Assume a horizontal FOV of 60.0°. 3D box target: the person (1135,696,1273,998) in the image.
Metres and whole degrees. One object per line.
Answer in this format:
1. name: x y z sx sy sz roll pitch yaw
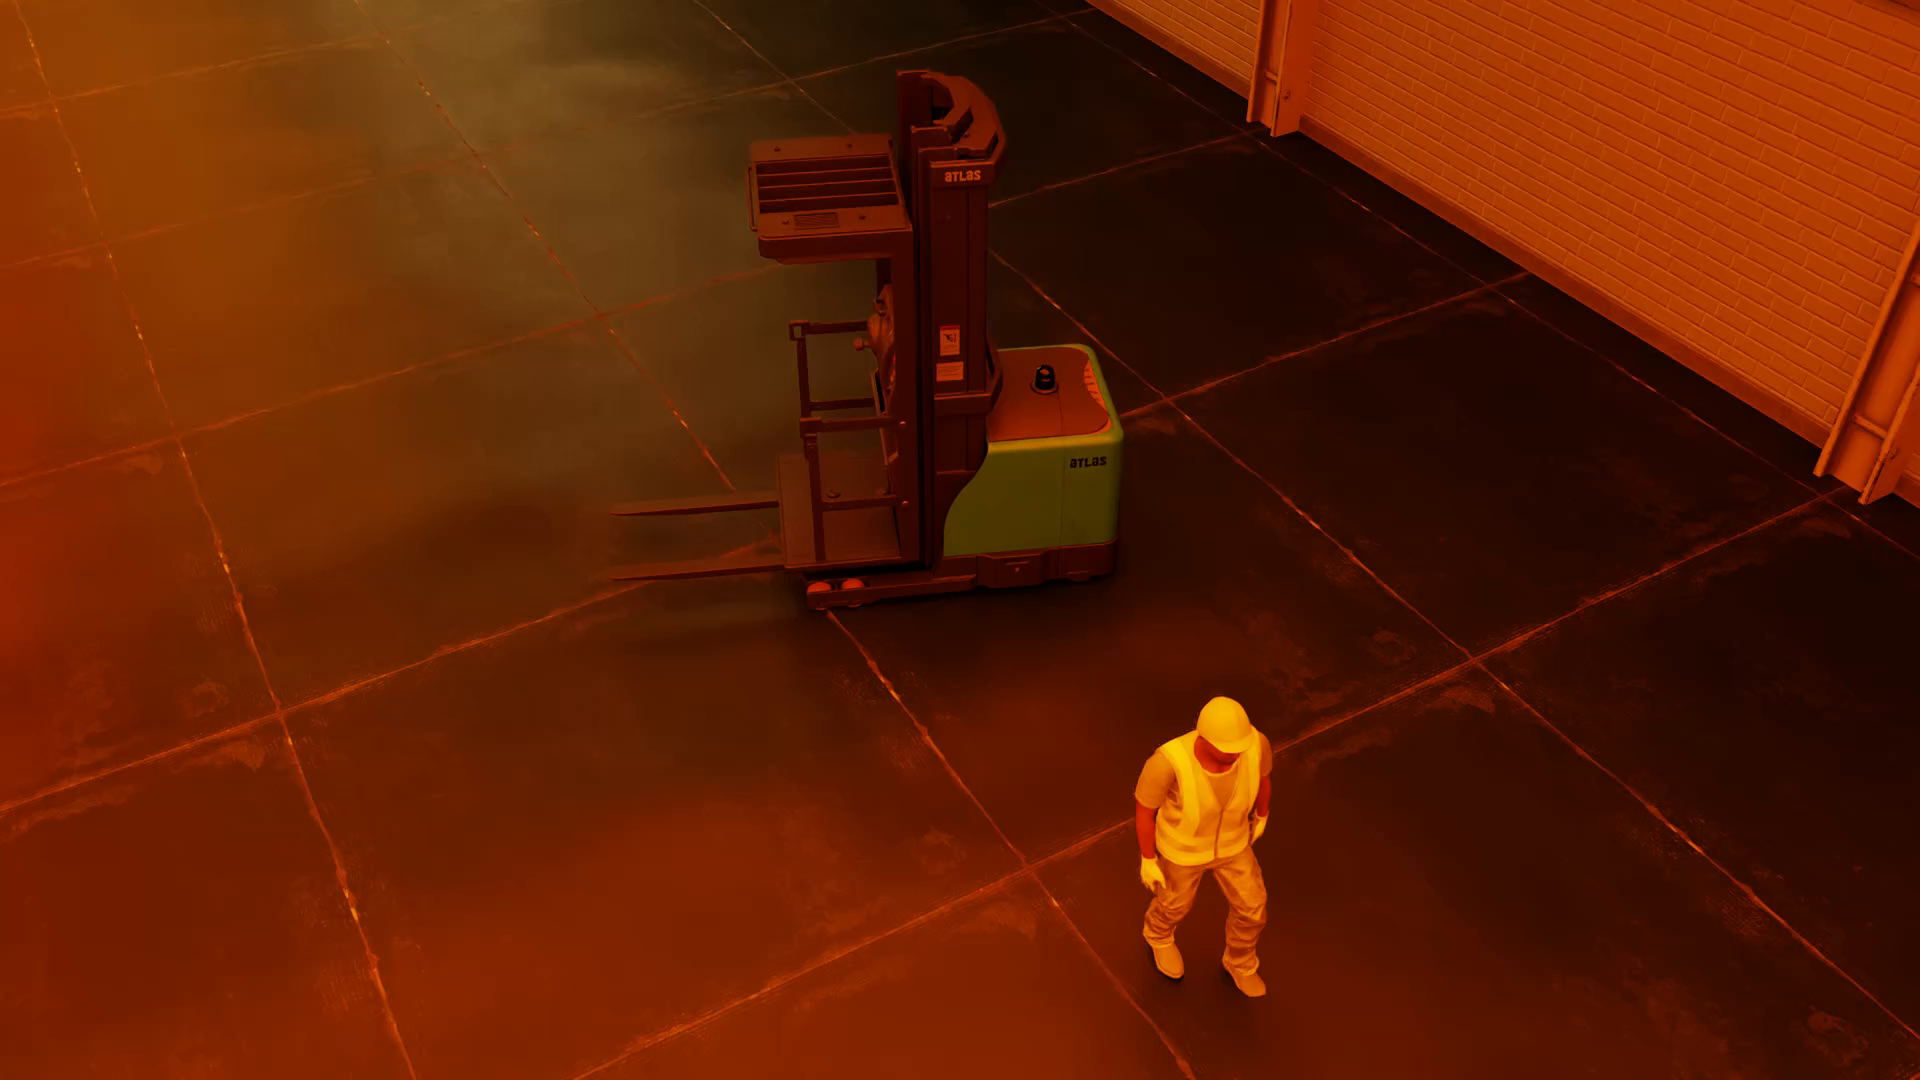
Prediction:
1. person: 1.095 1.383 7.333 0.655 1.823 0.530 -11 41 -13

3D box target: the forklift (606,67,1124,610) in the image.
1. forklift: -0.613 -1.075 9.332 3.031 2.935 1.130 -5 40 -6
